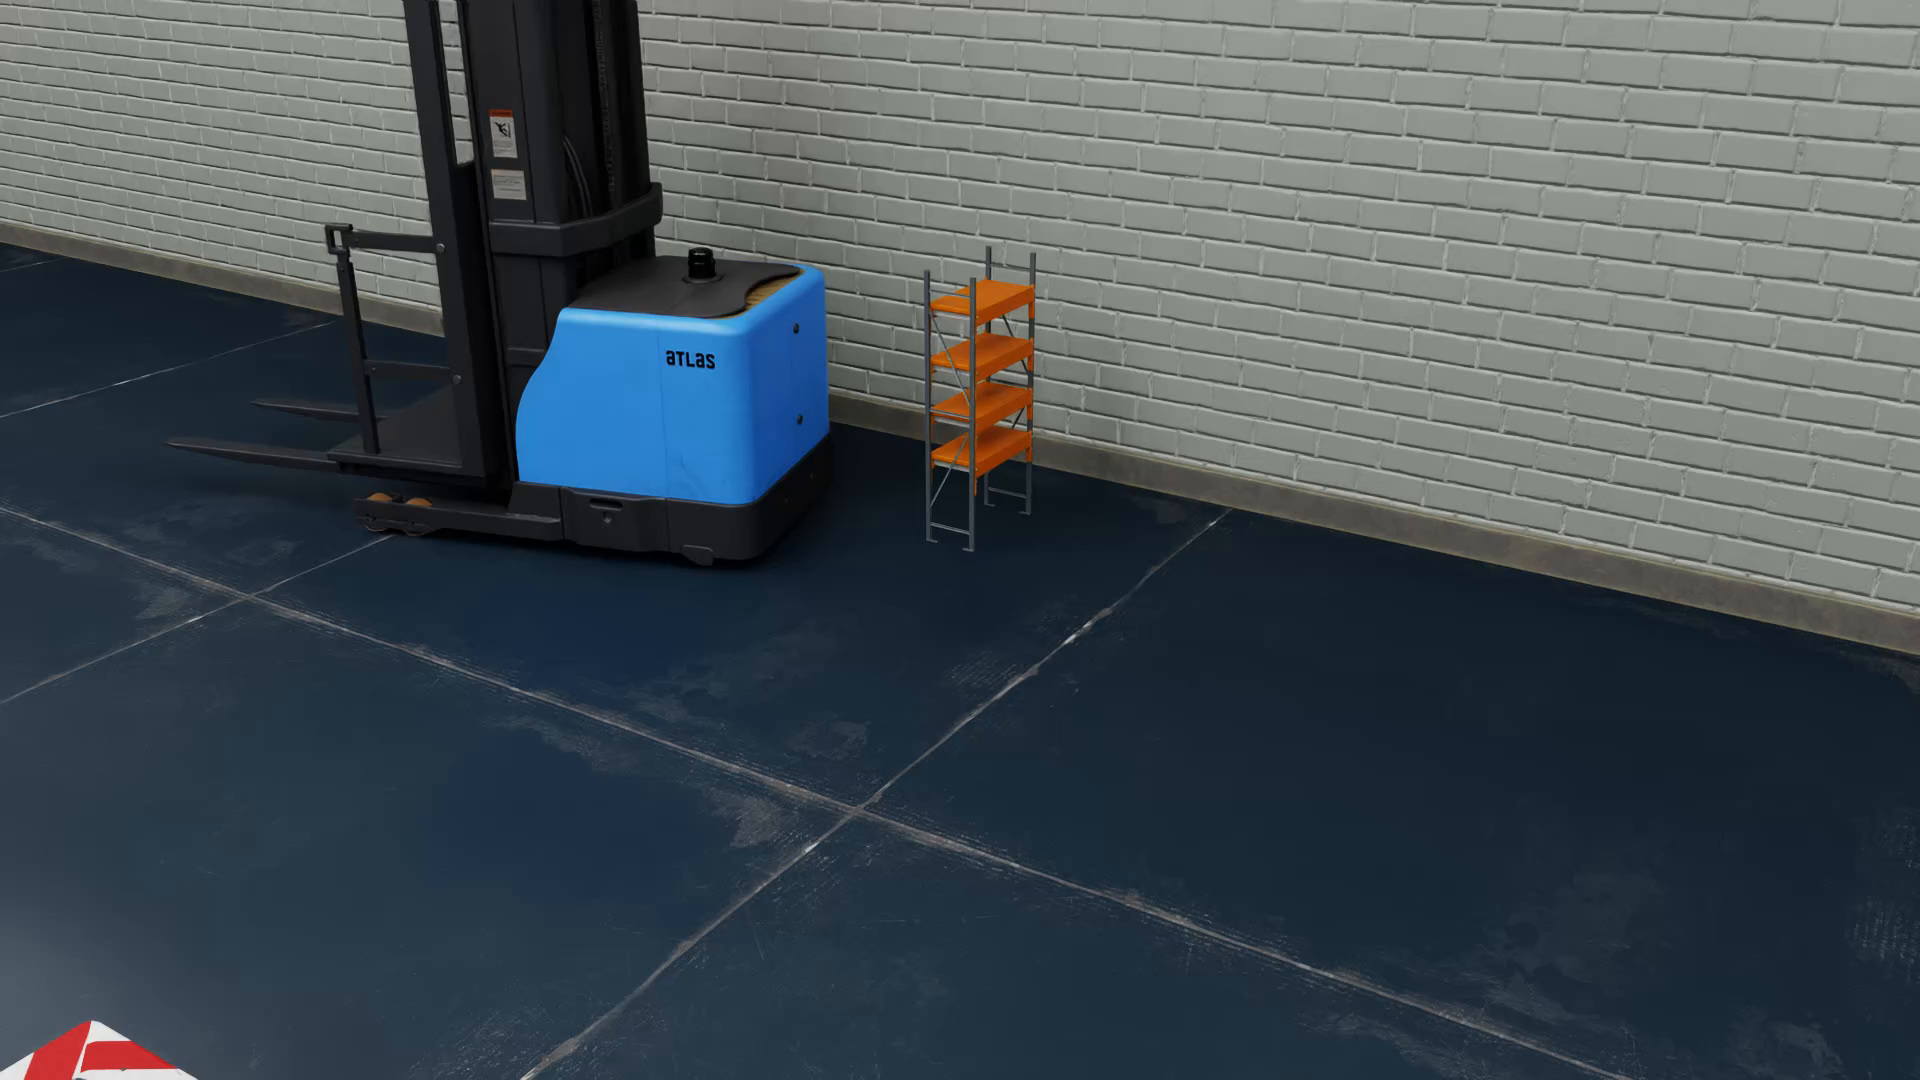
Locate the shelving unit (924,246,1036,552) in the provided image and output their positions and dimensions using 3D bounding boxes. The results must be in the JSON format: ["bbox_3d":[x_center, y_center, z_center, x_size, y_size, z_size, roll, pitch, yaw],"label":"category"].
[{"bbox_3d":[0.087,-0.606,7.141,0.258,1.200,0.503,14,27,29],"label":"shelving unit"}]

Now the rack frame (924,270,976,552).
[{"bbox_3d":[-0.041,-0.524,6.950,0.240,1.200,0.015,14,27,29],"label":"rack frame"}]

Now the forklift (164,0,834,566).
[{"bbox_3d":[-2.158,-1.552,7.147,3.031,2.935,1.130,7,24,15],"label":"forklift"}]

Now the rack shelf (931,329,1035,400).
[{"bbox_3d":[0.087,-0.750,7.079,0.258,0.148,0.480,14,27,29],"label":"rack shelf"}]

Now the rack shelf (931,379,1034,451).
[{"bbox_3d":[0.087,-0.545,7.167,0.258,0.148,0.480,14,27,29],"label":"rack shelf"}]

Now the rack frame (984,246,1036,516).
[{"bbox_3d":[0.216,-0.689,7.331,0.240,1.200,0.015,14,27,29],"label":"rack frame"}]

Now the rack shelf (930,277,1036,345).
[{"bbox_3d":[0.087,-0.967,6.985,0.258,0.148,0.480,14,27,29],"label":"rack shelf"}]

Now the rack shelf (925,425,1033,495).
[{"bbox_3d":[0.087,-0.363,7.246,0.258,0.148,0.480,14,27,29],"label":"rack shelf"}]
